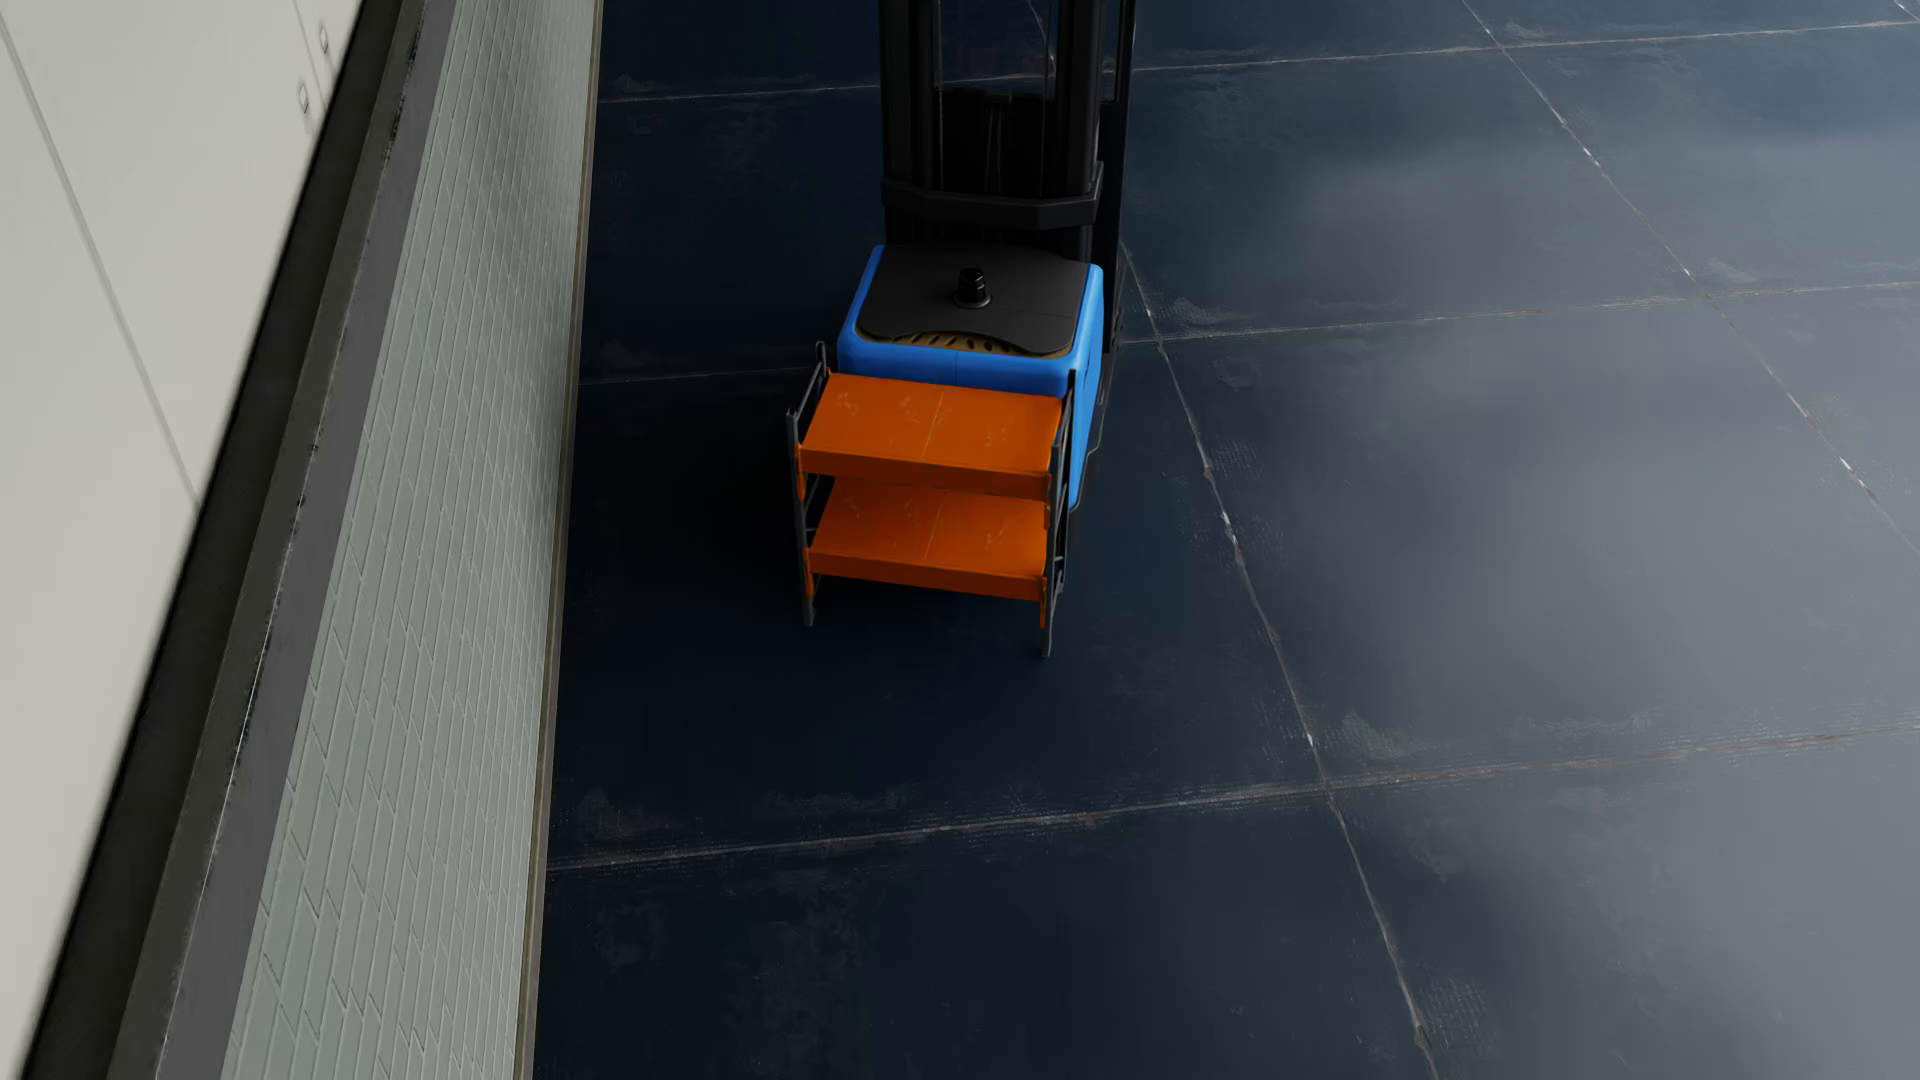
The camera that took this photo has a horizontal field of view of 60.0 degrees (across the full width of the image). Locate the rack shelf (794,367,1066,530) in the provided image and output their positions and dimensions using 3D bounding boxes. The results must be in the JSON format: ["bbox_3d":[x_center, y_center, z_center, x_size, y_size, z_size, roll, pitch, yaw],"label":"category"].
[{"bbox_3d":[-0.102,-0.370,6.599,1.000,0.278,0.538,7,43,8],"label":"rack shelf"}]

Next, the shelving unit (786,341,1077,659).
[{"bbox_3d":[-0.102,-0.153,6.795,1.048,1.125,0.538,7,43,8],"label":"shelving unit"}]

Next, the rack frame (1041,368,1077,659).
[{"bbox_3d":[0.398,-0.091,6.726,0.032,1.125,0.500,7,43,8],"label":"rack frame"}]

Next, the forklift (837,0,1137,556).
[{"bbox_3d":[0.238,-2.010,7.506,1.130,2.935,3.031,7,42,7],"label":"forklift"}]

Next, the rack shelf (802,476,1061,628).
[{"bbox_3d":[-0.102,0.029,6.959,1.000,0.278,0.538,7,43,8],"label":"rack shelf"}]

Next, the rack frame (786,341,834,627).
[{"bbox_3d":[-0.602,-0.215,6.863,0.032,1.125,0.500,7,43,8],"label":"rack frame"}]
